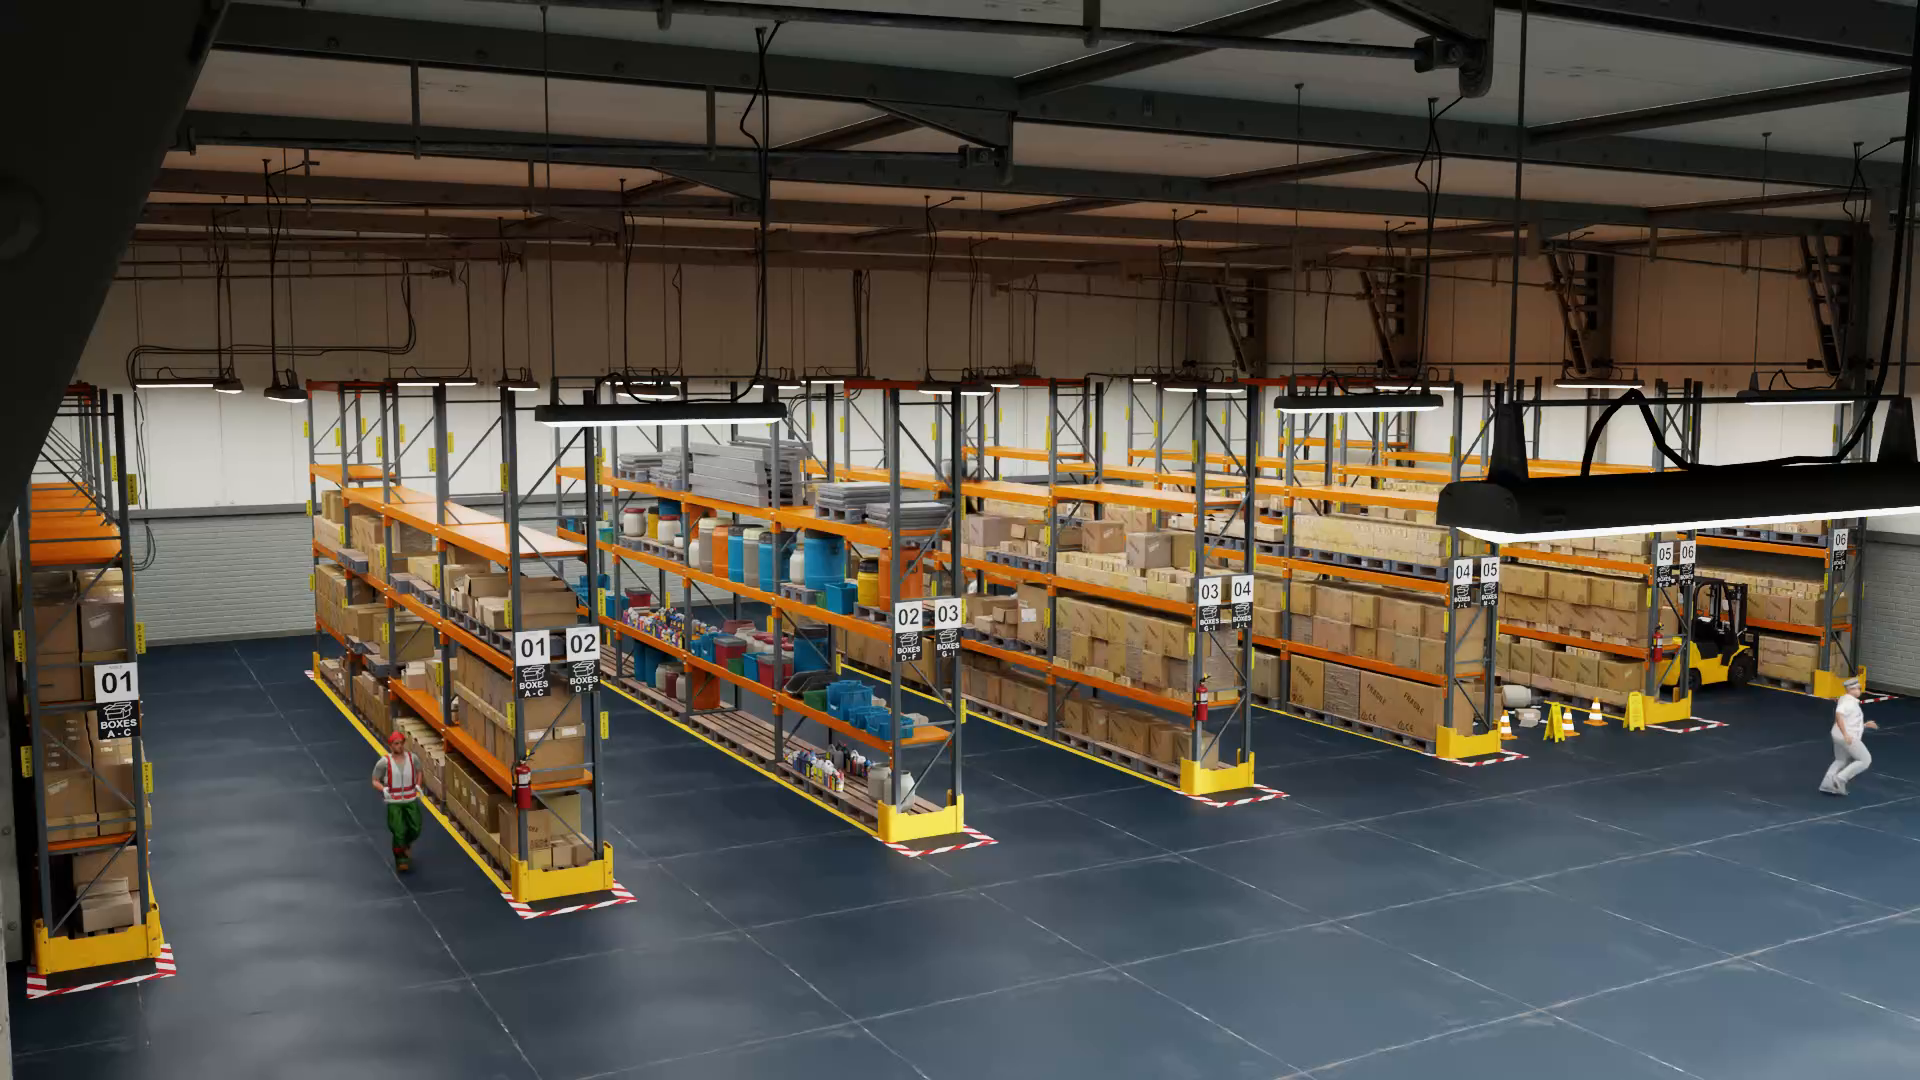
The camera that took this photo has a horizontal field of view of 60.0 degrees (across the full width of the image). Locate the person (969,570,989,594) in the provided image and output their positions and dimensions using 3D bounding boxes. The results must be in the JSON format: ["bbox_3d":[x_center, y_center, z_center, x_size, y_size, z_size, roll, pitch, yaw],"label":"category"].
[{"bbox_3d":[0.405,1.470,37.563,0.606,1.685,0.938,-4,7,-33],"label":"person"}]

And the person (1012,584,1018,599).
[{"bbox_3d":[1.256,1.645,36.136,0.563,1.457,0.857,-4,7,-34],"label":"person"}]

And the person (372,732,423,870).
[{"bbox_3d":[-6.972,3.258,20.748,0.650,1.739,0.605,-4,7,-33],"label":"person"}]

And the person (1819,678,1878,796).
[{"bbox_3d":[13.028,2.874,24.307,0.731,1.738,0.642,2,6,14],"label":"person"}]

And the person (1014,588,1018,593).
[{"bbox_3d":[1.623,0.895,42.924,1.000,1.786,0.719,-3,7,-29],"label":"person"}]
